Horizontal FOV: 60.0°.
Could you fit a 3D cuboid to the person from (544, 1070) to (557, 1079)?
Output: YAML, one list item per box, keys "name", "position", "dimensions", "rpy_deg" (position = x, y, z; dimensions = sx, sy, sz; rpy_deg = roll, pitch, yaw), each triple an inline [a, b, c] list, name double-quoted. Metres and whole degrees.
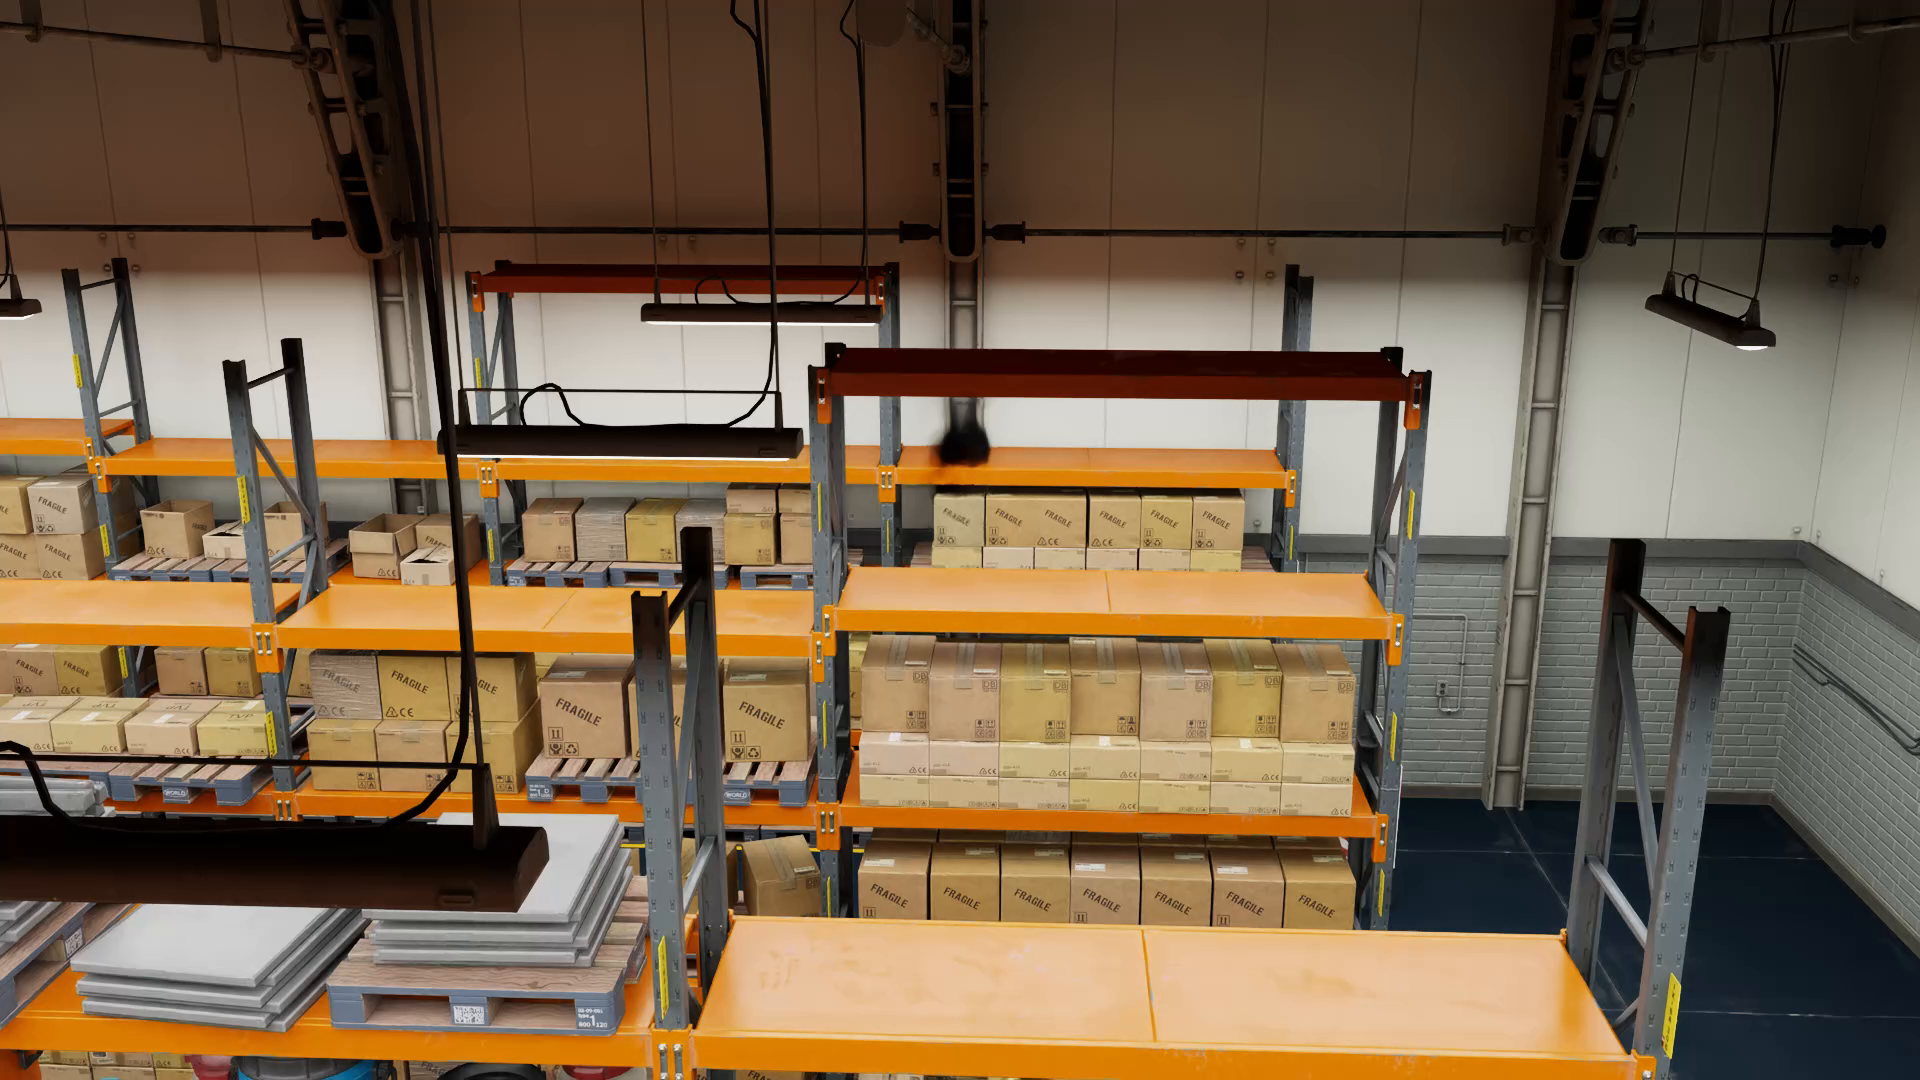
- name: "person"
  position: [-2.633, 4.235, 11.186]
  dimensions: [0.447, 1.578, 0.540]
  rpy_deg: [7, 18, 23]
